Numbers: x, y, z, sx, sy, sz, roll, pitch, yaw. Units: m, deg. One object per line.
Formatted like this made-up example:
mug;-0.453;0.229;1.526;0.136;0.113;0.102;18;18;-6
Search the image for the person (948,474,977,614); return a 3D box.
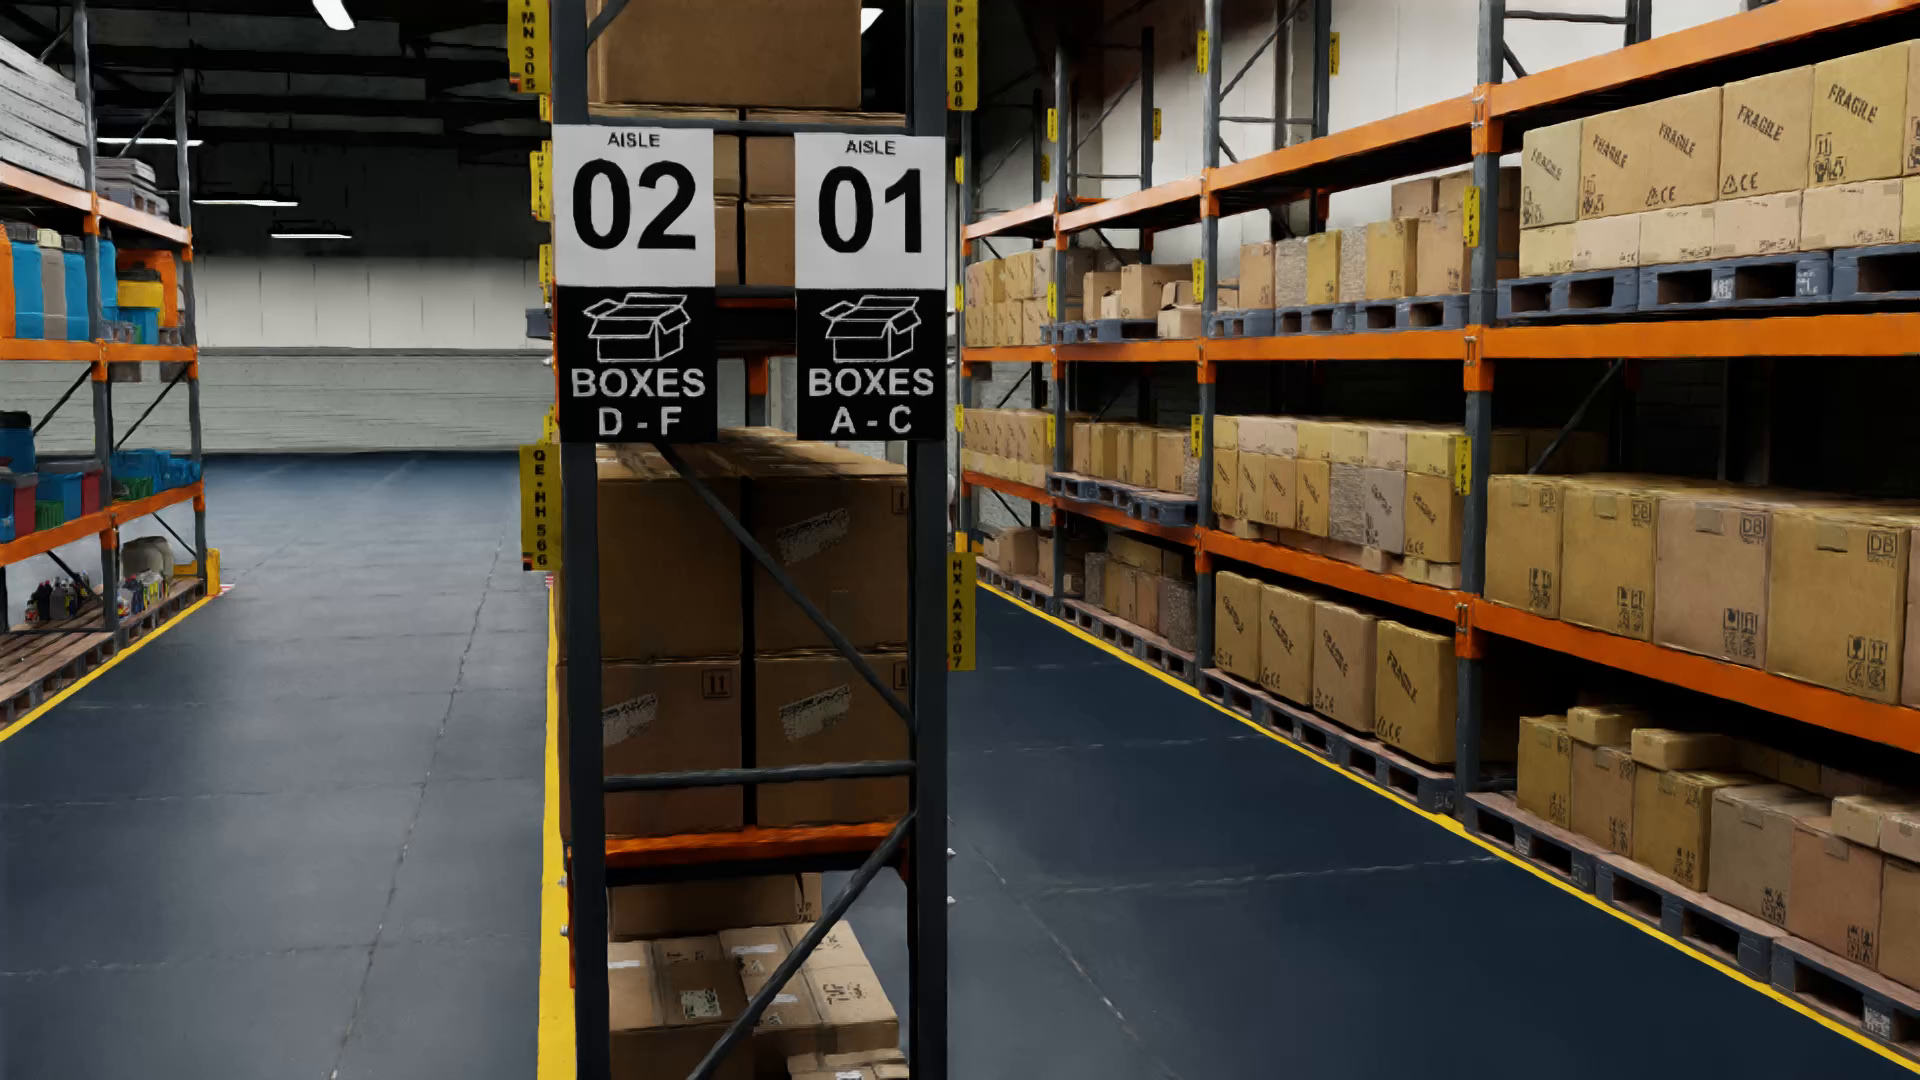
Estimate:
person;-0.152;-0.071;16.972;0.480;1.779;0.738;5;8;40
